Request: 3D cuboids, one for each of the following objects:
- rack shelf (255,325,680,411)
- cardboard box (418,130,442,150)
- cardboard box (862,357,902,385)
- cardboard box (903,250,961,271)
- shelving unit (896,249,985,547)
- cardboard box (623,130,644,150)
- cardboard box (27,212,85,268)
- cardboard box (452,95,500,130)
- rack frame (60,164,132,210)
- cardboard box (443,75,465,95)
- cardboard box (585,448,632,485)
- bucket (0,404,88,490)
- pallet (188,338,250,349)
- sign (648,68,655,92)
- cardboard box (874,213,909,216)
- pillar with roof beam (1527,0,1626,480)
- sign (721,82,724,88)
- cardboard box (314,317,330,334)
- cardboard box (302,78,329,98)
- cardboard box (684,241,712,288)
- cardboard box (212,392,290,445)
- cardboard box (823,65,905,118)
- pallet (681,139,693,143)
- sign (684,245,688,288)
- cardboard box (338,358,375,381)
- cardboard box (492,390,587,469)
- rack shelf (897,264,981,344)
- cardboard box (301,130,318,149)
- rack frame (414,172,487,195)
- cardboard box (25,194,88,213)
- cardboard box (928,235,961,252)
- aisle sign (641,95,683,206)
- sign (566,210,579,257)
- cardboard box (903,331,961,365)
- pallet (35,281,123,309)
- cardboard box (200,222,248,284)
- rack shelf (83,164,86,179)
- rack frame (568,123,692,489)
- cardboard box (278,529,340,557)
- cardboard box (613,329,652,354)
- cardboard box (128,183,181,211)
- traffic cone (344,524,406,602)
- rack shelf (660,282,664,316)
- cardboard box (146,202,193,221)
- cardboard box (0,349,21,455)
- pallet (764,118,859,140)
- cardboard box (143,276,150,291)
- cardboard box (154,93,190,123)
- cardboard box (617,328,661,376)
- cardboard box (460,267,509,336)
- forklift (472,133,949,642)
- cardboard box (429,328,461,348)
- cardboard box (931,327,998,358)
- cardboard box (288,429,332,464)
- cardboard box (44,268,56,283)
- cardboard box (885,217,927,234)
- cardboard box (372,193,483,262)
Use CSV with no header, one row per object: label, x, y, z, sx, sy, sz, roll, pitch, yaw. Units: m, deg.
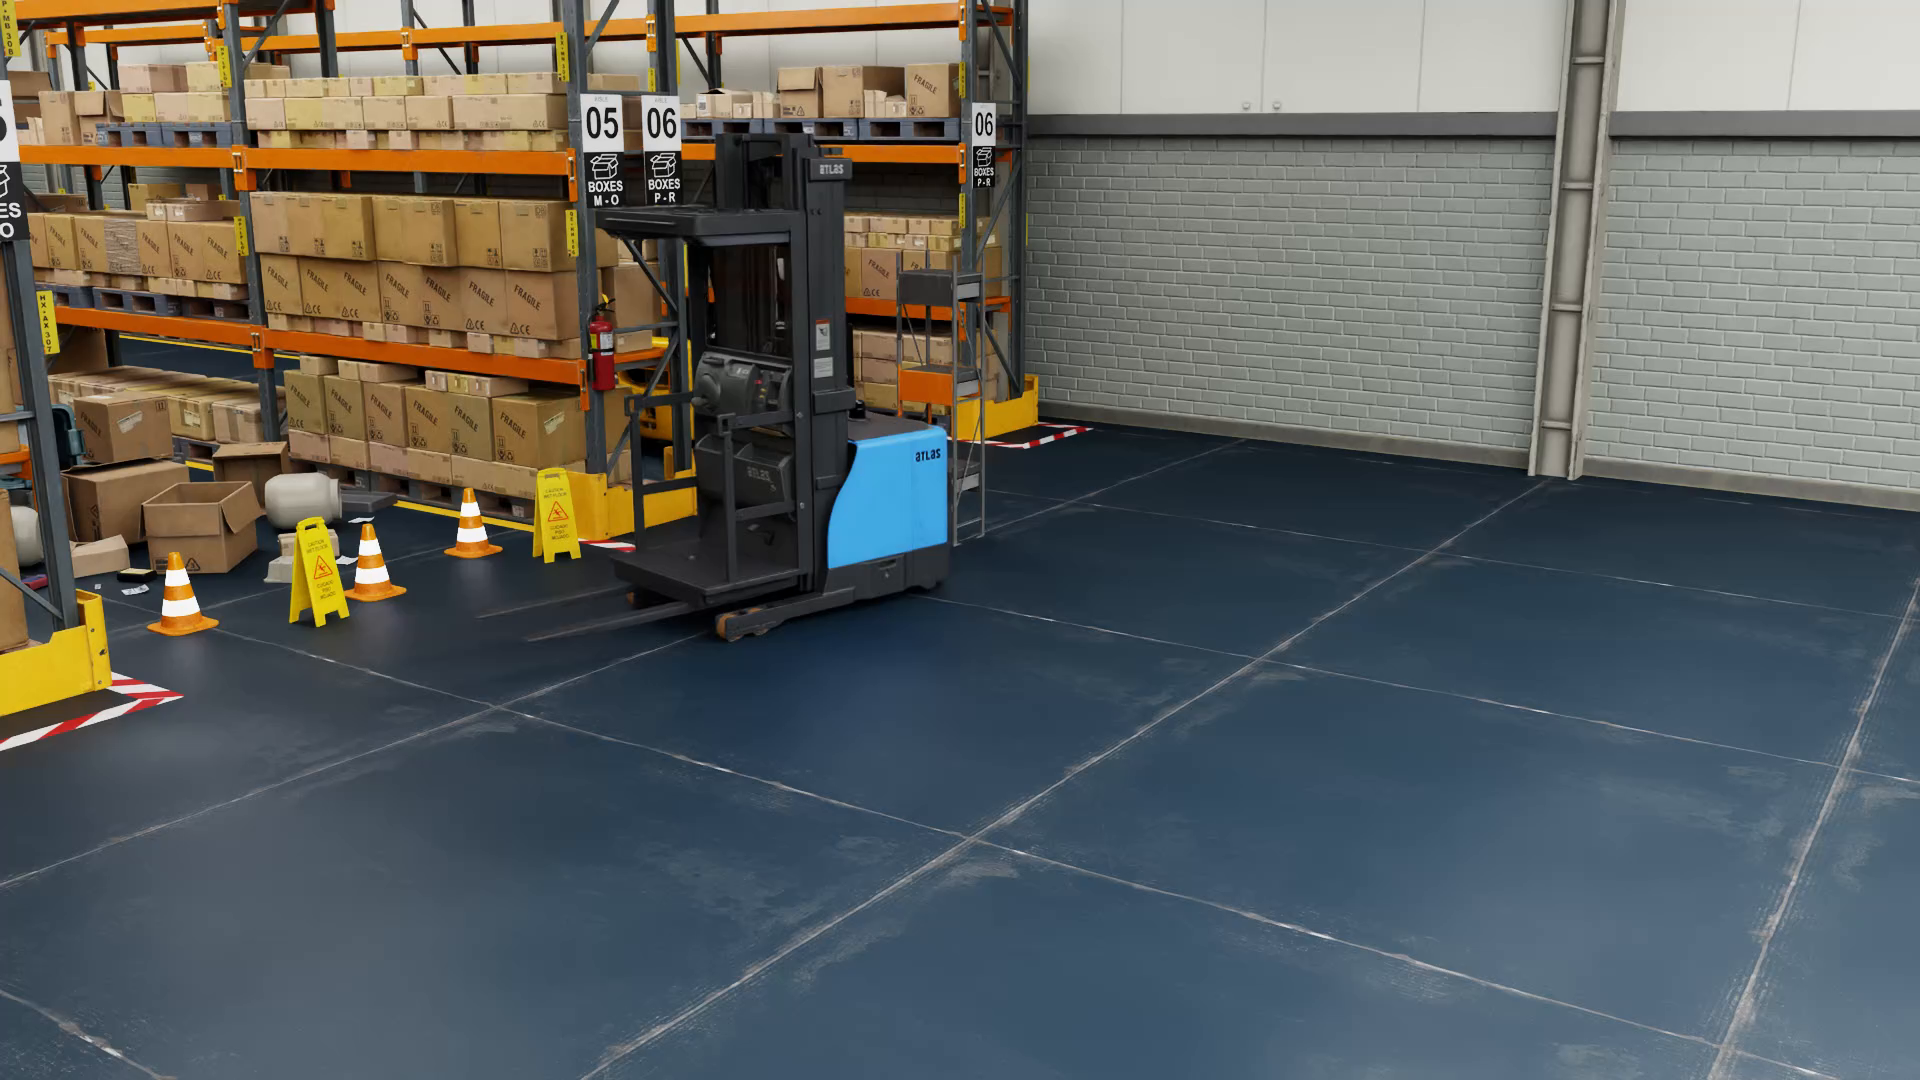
rack shelf,-4.089,-1.491,13.602,4.000,0.370,1.077,9,17,33
cardboard box,-3.928,-3.076,12.786,0.250,0.149,0.380,9,16,31
cardboard box,-0.651,-1.747,16.945,0.500,0.250,0.500,9,17,32
cardboard box,-0.217,-2.625,16.476,0.500,0.500,0.500,9,16,32
shelving unit,-0.137,-1.041,12.161,0.503,2.100,0.431,9,17,33
cardboard box,-2.523,-3.016,12.543,0.250,0.149,0.380,9,17,33
cardboard box,-8.823,-2.935,16.238,0.500,0.500,0.500,9,16,31
cardboard box,-3.413,-3.185,12.399,0.500,0.250,0.500,9,16,32
rack frame,-12.938,-4.708,25.100,0.127,3.000,1.000,9,17,33
cardboard box,-3.670,-3.431,12.563,0.250,0.149,0.380,9,17,33
cardboard box,-2.944,-0.605,13.372,0.500,0.250,0.500,9,17,32
bucket,-7.027,-0.699,12.552,0.726,0.611,0.620,-10,7,-35
pallet,-10.189,-2.910,23.641,1.213,0.211,1.003,9,17,33
sign,-3.276,-4.849,17.697,0.005,0.325,0.100,9,17,33
cardboard box,-0.676,-3.299,17.230,0.250,0.149,0.380,10,17,35
pillar with roof beam,2.839,-4.085,10.097,0.400,9.000,9.100,9,17,33
sign,-2.673,-4.955,18.615,0.005,0.325,0.100,9,17,33
cardboard box,-5.190,-1.828,13.986,0.250,0.149,0.380,9,17,33
cardboard box,-5.020,-3.616,13.308,0.250,0.149,0.380,9,17,32
cardboard box,-2.759,-3.036,18.137,0.500,0.500,0.500,9,16,31
cardboard box,-6.185,-1.107,15.147,0.625,0.372,0.950,9,17,34
cardboard box,-0.959,-4.488,16.677,0.500,0.500,0.700,9,17,33
pallet,-3.720,-4.578,18.729,1.217,0.209,0.805,8,16,31
sign,-2.126,-2.101,12.766,0.005,0.325,0.100,9,17,33
cardboard box,-4.912,-1.427,13.781,0.250,0.149,0.380,10,17,35
cardboard box,-3.239,-0.861,12.846,0.500,0.500,0.500,9,17,33
rack shelf,-0.137,-1.708,11.996,0.480,0.518,0.431,9,17,33
cardboard box,-5.173,-3.295,13.671,0.250,0.149,0.380,9,17,33
rack frame,-6.300,-3.635,20.767,0.127,3.000,1.000,9,17,33
cardboard box,-9.340,-3.294,17.098,0.500,0.500,0.500,9,16,31
cardboard box,-0.106,-2.917,16.305,0.250,0.149,0.380,9,17,34
aisle sign,-2.205,-2.888,12.336,0.004,0.787,0.394,9,17,33
sign,-2.756,-2.180,11.819,0.005,0.325,0.100,9,17,33
cardboard box,-0.218,-1.917,16.591,0.500,0.250,0.500,10,17,35
pallet,-8.417,-2.478,16.489,1.003,0.211,1.213,9,17,33
cardboard box,-6.260,-2.522,14.567,0.500,0.500,0.500,9,16,32
rack shelf,-10.727,-4.020,17.576,4.000,0.370,1.077,9,17,33
rack frame,-2.429,-1.572,12.432,0.127,3.000,1.000,9,17,33
cardboard box,-4.644,0.039,11.858,0.380,0.149,0.250,-7,15,-25
cardboard box,-2.596,-1.537,12.813,0.250,0.149,0.380,9,17,33
cardboard box,-11.467,-4.828,23.718,0.500,0.500,0.500,10,17,34
traffic cone,-3.843,0.126,10.853,0.334,0.463,0.336,9,17,33
rack shelf,-4.641,-3.018,19.769,4.000,0.370,1.077,9,17,33
cardboard box,-7.077,-2.959,14.984,0.250,0.149,0.380,8,16,30
cardboard box,-5.441,-0.685,8.537,0.550,0.550,0.875,9,17,33
pallet,-1.251,-4.239,17.147,1.213,0.211,1.003,9,17,33
cardboard box,-7.329,-2.400,15.425,0.250,0.149,0.380,9,16,31
cardboard box,-6.731,-3.814,14.685,0.500,0.250,0.500,9,17,33
cardboard box,-3.420,-2.218,19.108,0.625,0.625,0.875,10,17,35
cardboard box,-3.446,-1.851,12.732,0.500,0.500,0.500,9,17,33
forklift,-1.493,-0.958,10.093,3.031,2.935,1.130,-13,19,-41
cardboard box,-3.959,-1.615,13.129,0.250,0.149,0.380,9,17,32
cardboard box,0.045,-2.019,17.005,0.500,0.250,0.500,9,16,32
cardboard box,-5.409,-0.845,14.342,0.500,0.250,0.500,8,16,30
cardboard box,-8.686,-2.602,16.240,0.250,0.149,0.380,8,16,29
cardboard box,-0.531,-3.133,16.560,0.250,0.149,0.380,10,17,34
cardboard box,-4.208,-2.487,13.221,0.500,0.500,0.700,9,17,32
